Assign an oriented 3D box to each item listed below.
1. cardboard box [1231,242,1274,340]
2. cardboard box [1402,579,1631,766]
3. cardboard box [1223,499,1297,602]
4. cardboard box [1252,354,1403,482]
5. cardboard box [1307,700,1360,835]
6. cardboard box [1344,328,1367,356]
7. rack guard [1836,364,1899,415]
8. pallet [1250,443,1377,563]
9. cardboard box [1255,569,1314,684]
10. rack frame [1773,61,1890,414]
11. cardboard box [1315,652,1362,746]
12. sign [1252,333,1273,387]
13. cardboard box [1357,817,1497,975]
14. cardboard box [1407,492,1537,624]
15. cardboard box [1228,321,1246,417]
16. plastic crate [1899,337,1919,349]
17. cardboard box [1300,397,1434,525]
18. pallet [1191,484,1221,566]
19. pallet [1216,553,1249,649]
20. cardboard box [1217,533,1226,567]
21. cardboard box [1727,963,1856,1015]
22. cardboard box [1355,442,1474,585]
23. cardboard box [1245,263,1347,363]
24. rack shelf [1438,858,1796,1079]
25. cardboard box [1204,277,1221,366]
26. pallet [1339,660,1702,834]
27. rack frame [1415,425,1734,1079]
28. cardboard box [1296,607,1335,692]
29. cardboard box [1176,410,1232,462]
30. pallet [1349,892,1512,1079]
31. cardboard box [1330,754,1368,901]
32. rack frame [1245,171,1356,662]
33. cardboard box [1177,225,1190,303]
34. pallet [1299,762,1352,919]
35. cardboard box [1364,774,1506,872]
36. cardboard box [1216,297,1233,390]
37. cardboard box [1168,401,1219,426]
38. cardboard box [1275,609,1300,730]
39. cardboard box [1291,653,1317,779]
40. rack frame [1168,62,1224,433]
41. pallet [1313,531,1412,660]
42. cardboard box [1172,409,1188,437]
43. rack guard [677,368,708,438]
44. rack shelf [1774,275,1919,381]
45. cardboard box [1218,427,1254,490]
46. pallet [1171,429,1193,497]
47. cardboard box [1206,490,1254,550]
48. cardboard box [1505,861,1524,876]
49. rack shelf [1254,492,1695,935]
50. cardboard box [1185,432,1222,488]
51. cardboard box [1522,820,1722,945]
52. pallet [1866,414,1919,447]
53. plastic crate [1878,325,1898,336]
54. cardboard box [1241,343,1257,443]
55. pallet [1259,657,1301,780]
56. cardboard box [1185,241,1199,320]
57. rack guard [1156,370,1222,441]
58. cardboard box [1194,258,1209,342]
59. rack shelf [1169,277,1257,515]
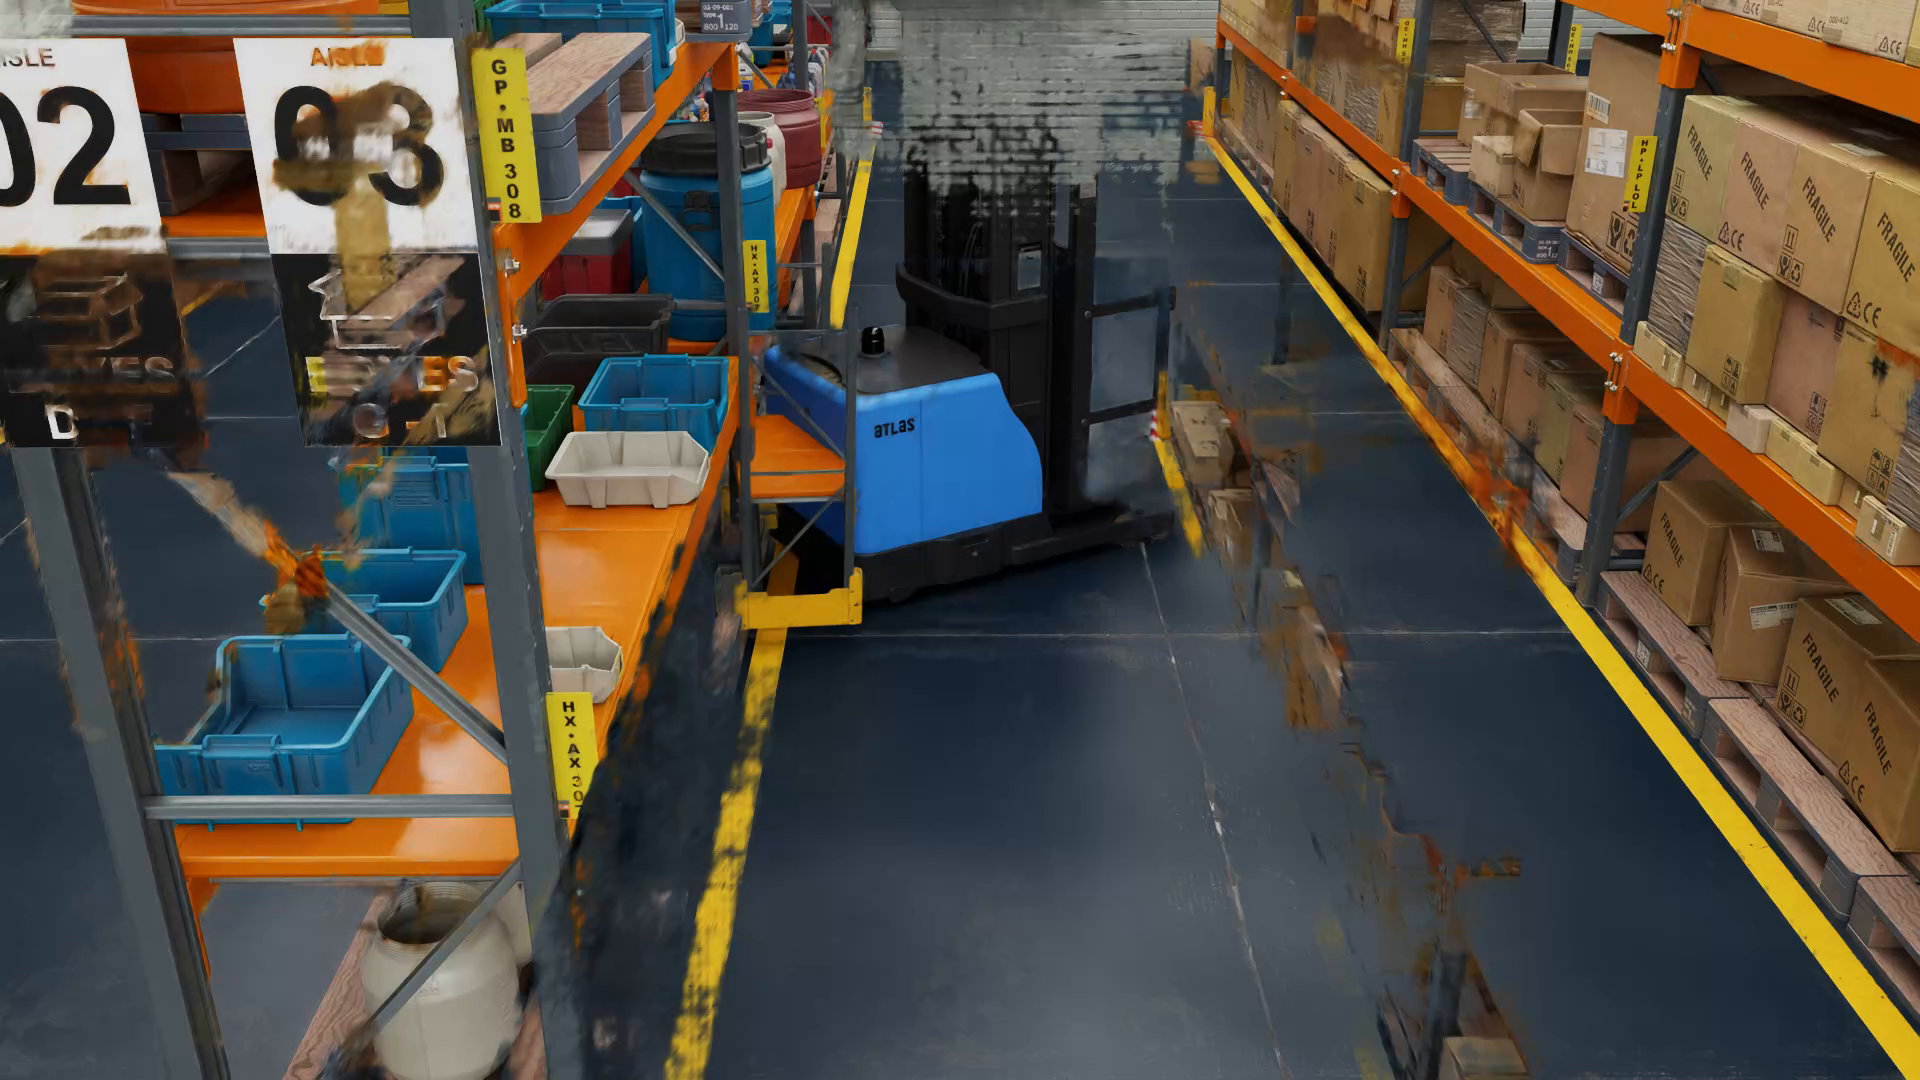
[{"bbox_3d":[-6.764,-5.234,15.348,0.500,0.500,0.500,-1,24,-2],"label":"cardboard box"},{"bbox_3d":[-6.567,-3.162,11.471,0.700,0.500,0.500,-9,26,-18],"label":"cardboard box"},{"bbox_3d":[-6.781,-3.609,15.590,0.500,0.500,0.500,0,24,-1],"label":"cardboard box"},{"bbox_3d":[-6.710,-4.355,14.108,0.700,0.500,0.500,-9,26,-18],"label":"cardboard box"},{"bbox_3d":[-6.710,-2.542,13.229,0.500,0.500,0.500,-1,24,-3],"label":"cardboard box"},{"bbox_3d":[-6.215,-5.011,14.855,0.500,0.500,0.500,0,24,1],"label":"cardboard box"},{"bbox_3d":[-1.595,-4.854,18.876,1.175,0.500,0.348,0,24,-1],"label":"rack guard"},{"bbox_3d":[-6.592,-3.897,13.960,1.003,0.211,1.213,0,24,-1],"label":"pallet"},{"bbox_3d":[-6.730,-3.176,14.631,0.500,0.500,0.500,-1,24,-3],"label":"cardboard box"},{"bbox_3d":[-1.582,-5.983,18.340,1.000,3.000,0.127,0,24,-1],"label":"rack frame"},{"bbox_3d":[-6.713,-2.898,13.108,0.500,0.250,0.500,-1,24,-2],"label":"cardboard box"},{"bbox_3d":[-7.034,-4.703,14.459,0.100,0.325,0.005,0,24,-1],"label":"sign"},{"bbox_3d":[-6.693,-2.112,12.279,0.500,0.500,0.500,1,24,2],"label":"cardboard box"},{"bbox_3d":[-6.387,-3.540,12.306,0.700,0.500,0.500,4,25,9],"label":"cardboard box"},{"bbox_3d":[-6.761,-4.777,15.551,0.500,0.500,0.500,0,24,1],"label":"cardboard box"},{"bbox_3d":[-1.891,-5.165,16.660,0.416,0.233,0.300,0,24,-1],"label":"plastic crate"},{"bbox_3d":[-6.639,-4.072,13.483,0.700,0.500,0.500,4,25,8],"label":"cardboard box"},{"bbox_3d":[-6.514,-3.831,16.964,1.003,0.211,1.213,0,24,-1],"label":"pallet"},{"bbox_3d":[-6.498,-3.327,15.850,1.003,0.211,1.213,0,24,-1],"label":"pallet"},{"bbox_3d":[-6.845,-3.604,16.004,0.380,0.149,0.250,0,24,-1],"label":"cardboard box"},{"bbox_3d":[-6.162,-2.182,10.240,0.380,0.149,0.250,0,24,-1],"label":"cardboard box"},{"bbox_3d":[-6.411,-3.824,12.933,0.700,0.500,0.500,-6,25,-14],"label":"cardboard box"},{"bbox_3d":[-6.756,-5.023,14.881,0.500,0.500,0.500,0,24,0],"label":"cardboard box"},{"bbox_3d":[-6.426,-1.514,9.331,1.077,0.370,4.000,0,24,-1],"label":"rack shelf"},{"bbox_3d":[-6.777,-5.199,16.484,0.500,0.500,0.500,0,24,0],"label":"cardboard box"},{"bbox_3d":[-6.525,-2.858,11.661,1.213,0.211,1.003,0,24,-1],"label":"pallet"},{"bbox_3d":[-6.448,-2.666,11.005,1.000,3.000,0.127,0,24,-1],"label":"rack frame"},{"bbox_3d":[-6.719,-3.105,13.565,0.500,0.250,0.500,0,24,0],"label":"cardboard box"},{"bbox_3d":[-6.807,-4.479,17.816,0.500,0.250,0.500,0,24,-1],"label":"cardboard box"},{"bbox_3d":[-6.418,-1.703,12.260,1.003,0.211,1.213,0,24,-1],"label":"pallet"},{"bbox_3d":[-6.698,-2.325,12.751,0.500,0.500,0.500,-1,24,-2],"label":"cardboard box"},{"bbox_3d":[-6.492,-4.314,14.649,1.000,3.000,0.127,0,24,-1],"label":"rack frame"},{"bbox_3d":[-6.794,-5.824,17.866,0.500,0.500,0.500,0,24,1],"label":"cardboard box"},{"bbox_3d":[-6.429,-2.205,13.369,1.003,0.211,1.213,0,24,-1],"label":"pallet"},{"bbox_3d":[-6.698,-2.477,12.176,0.500,0.250,0.500,1,24,1],"label":"cardboard box"},{"bbox_3d":[-6.768,-4.989,16.019,0.500,0.500,0.500,0,24,1],"label":"cardboard box"},{"bbox_3d":[-6.874,-4.690,18.406,0.380,0.149,0.250,0,24,-1],"label":"cardboard box"},{"bbox_3d":[-6.713,-2.956,14.145,0.500,0.500,0.500,0,24,0],"label":"cardboard box"},{"bbox_3d":[-6.715,-2.750,13.689,0.500,0.500,0.500,0,24,0],"label":"cardboard box"},{"bbox_3d":[-6.535,-5.963,18.294,1.000,3.000,0.127,0,24,-1],"label":"rack frame"},{"bbox_3d":[-6.474,-3.380,12.816,1.003,0.211,1.213,0,24,-1],"label":"pallet"},{"bbox_3d":[-6.872,-4.595,18.174,0.380,0.166,0.250,0,24,-1],"label":"cardboard box"},{"bbox_3d":[-11.489,-4.810,18.778,1.175,0.500,0.348,0,24,-1],"label":"rack guard"},{"bbox_3d":[-1.560,-4.832,16.666,1.077,0.370,4.000,0,24,-1],"label":"rack shelf"},{"bbox_3d":[-6.517,-4.152,16.785,0.797,0.503,0.637,0,24,-1],"label":"cardboard box"},{"bbox_3d":[-6.525,-4.332,18.073,1.003,0.211,1.213,0,24,-1],"label":"pallet"},{"bbox_3d":[-6.790,-3.832,16.312,0.500,0.311,0.500,0,24,-1],"label":"cardboard box"},{"bbox_3d":[-6.178,-2.132,12.324,0.500,0.500,0.500,-1,24,-2],"label":"cardboard box"},{"bbox_3d":[-6.470,-3.163,12.975,1.077,0.370,4.000,0,24,-1],"label":"rack shelf"},{"bbox_3d":[-6.802,-4.273,17.360,0.500,0.250,0.500,0,24,-1],"label":"cardboard box"},{"bbox_3d":[-6.488,-2.476,10.692,0.500,0.311,0.500,1,24,3],"label":"cardboard box"},{"bbox_3d":[-1.612,-4.373,18.162,1.003,0.211,1.213,0,24,-1],"label":"pallet"},{"bbox_3d":[-1.894,-5.289,16.934,0.416,0.233,0.300,0,24,-1],"label":"plastic crate"},{"bbox_3d":[-6.754,-4.565,15.082,0.500,0.500,0.500,0,24,0],"label":"cardboard box"},{"bbox_3d":[-6.445,-2.709,14.483,1.003,0.211,1.213,0,24,-1],"label":"pallet"},{"bbox_3d":[-6.783,-5.612,17.396,0.500,0.500,0.500,0,24,-1],"label":"cardboard box"},{"bbox_3d":[-6.534,-4.792,18.740,1.175,0.500,0.348,0,24,-1],"label":"rack guard"},{"bbox_3d":[-6.780,-5.405,16.939,0.500,0.500,0.500,0,24,-1],"label":"cardboard box"},{"bbox_3d":[-6.513,-4.811,16.620,1.077,0.370,4.000,0,24,-1],"label":"rack shelf"}]
